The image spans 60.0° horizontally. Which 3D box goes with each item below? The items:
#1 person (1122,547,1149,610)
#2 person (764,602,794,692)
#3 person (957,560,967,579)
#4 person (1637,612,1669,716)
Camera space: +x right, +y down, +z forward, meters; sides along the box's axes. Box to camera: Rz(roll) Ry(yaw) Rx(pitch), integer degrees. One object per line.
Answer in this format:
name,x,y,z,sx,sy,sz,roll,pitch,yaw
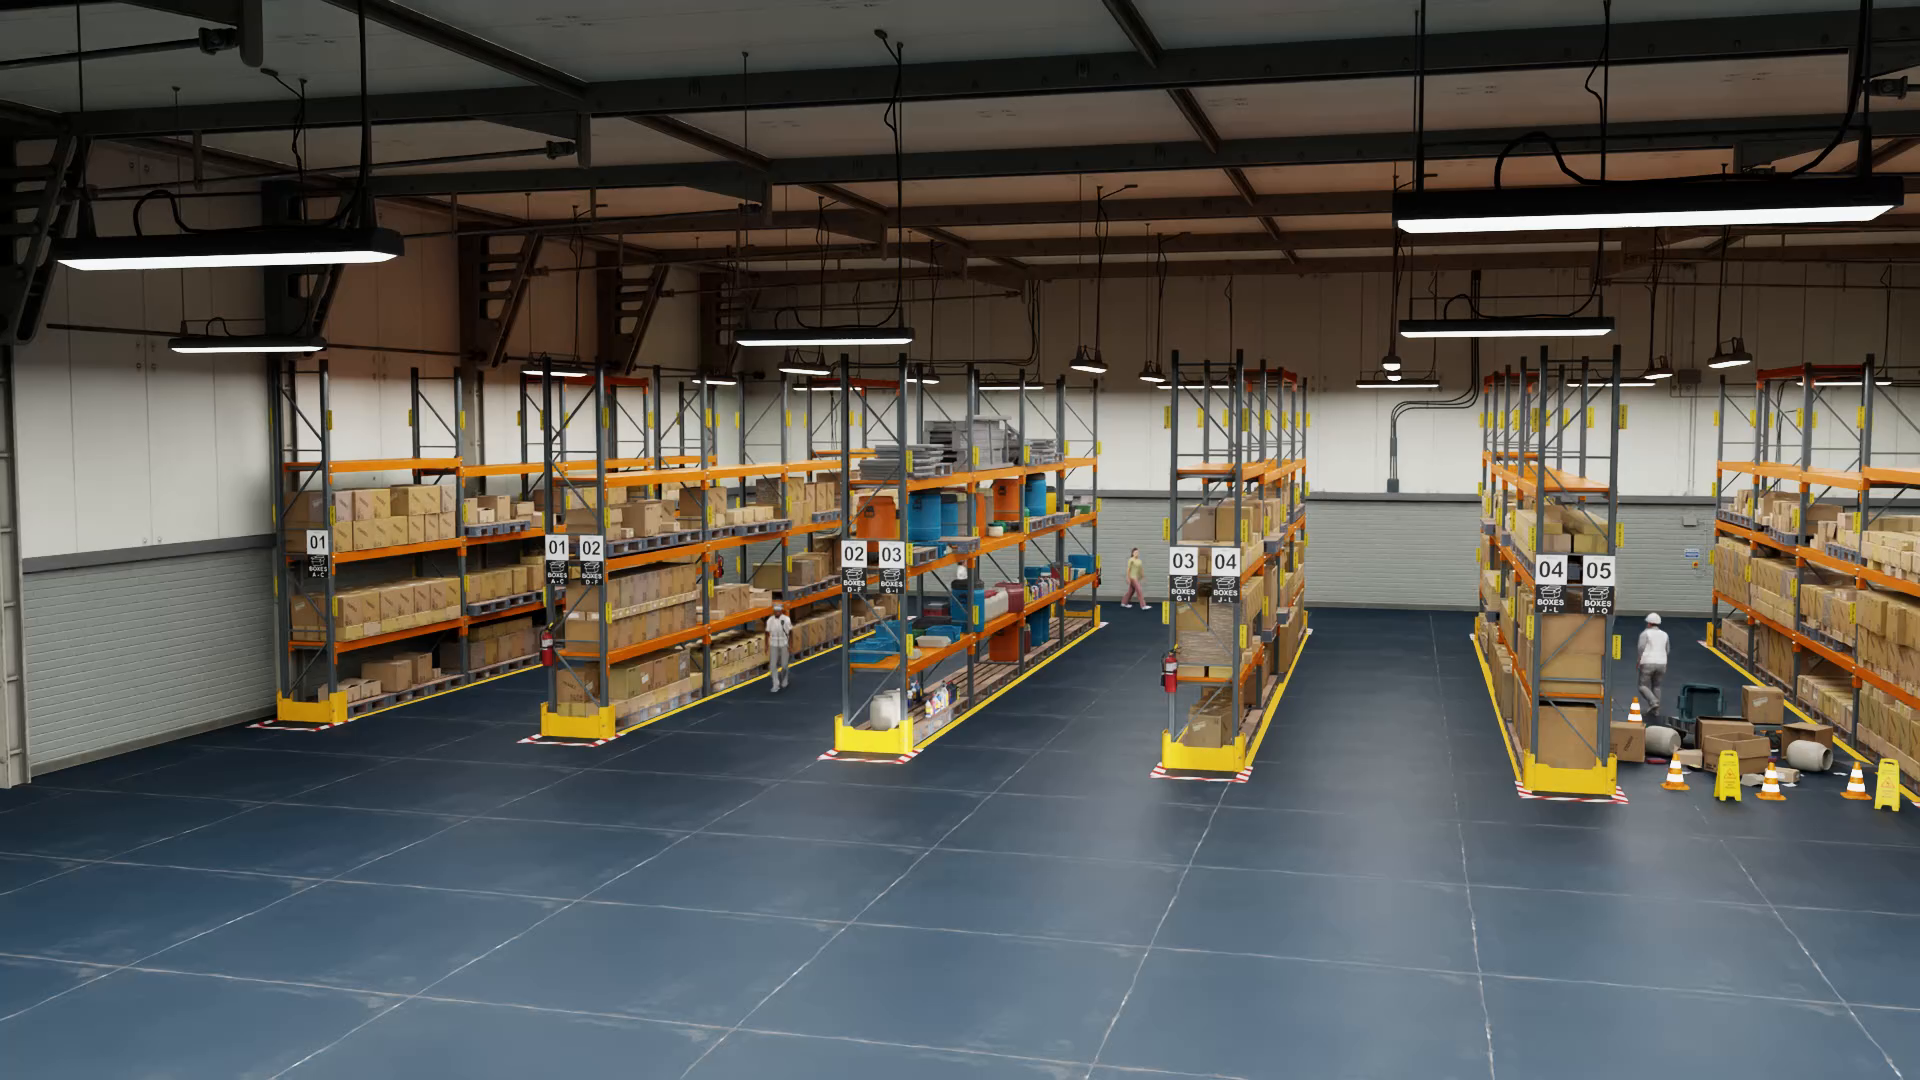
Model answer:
person,4.669,1.019,44.026,0.938,1.640,0.443,4,6,44
person,-3.353,1.968,30.826,0.542,1.670,0.467,0,4,-2
person,0.040,1.245,40.760,0.351,1.708,0.536,-1,4,-10
person,11.769,2.107,28.199,0.586,1.746,0.671,0,4,-4
